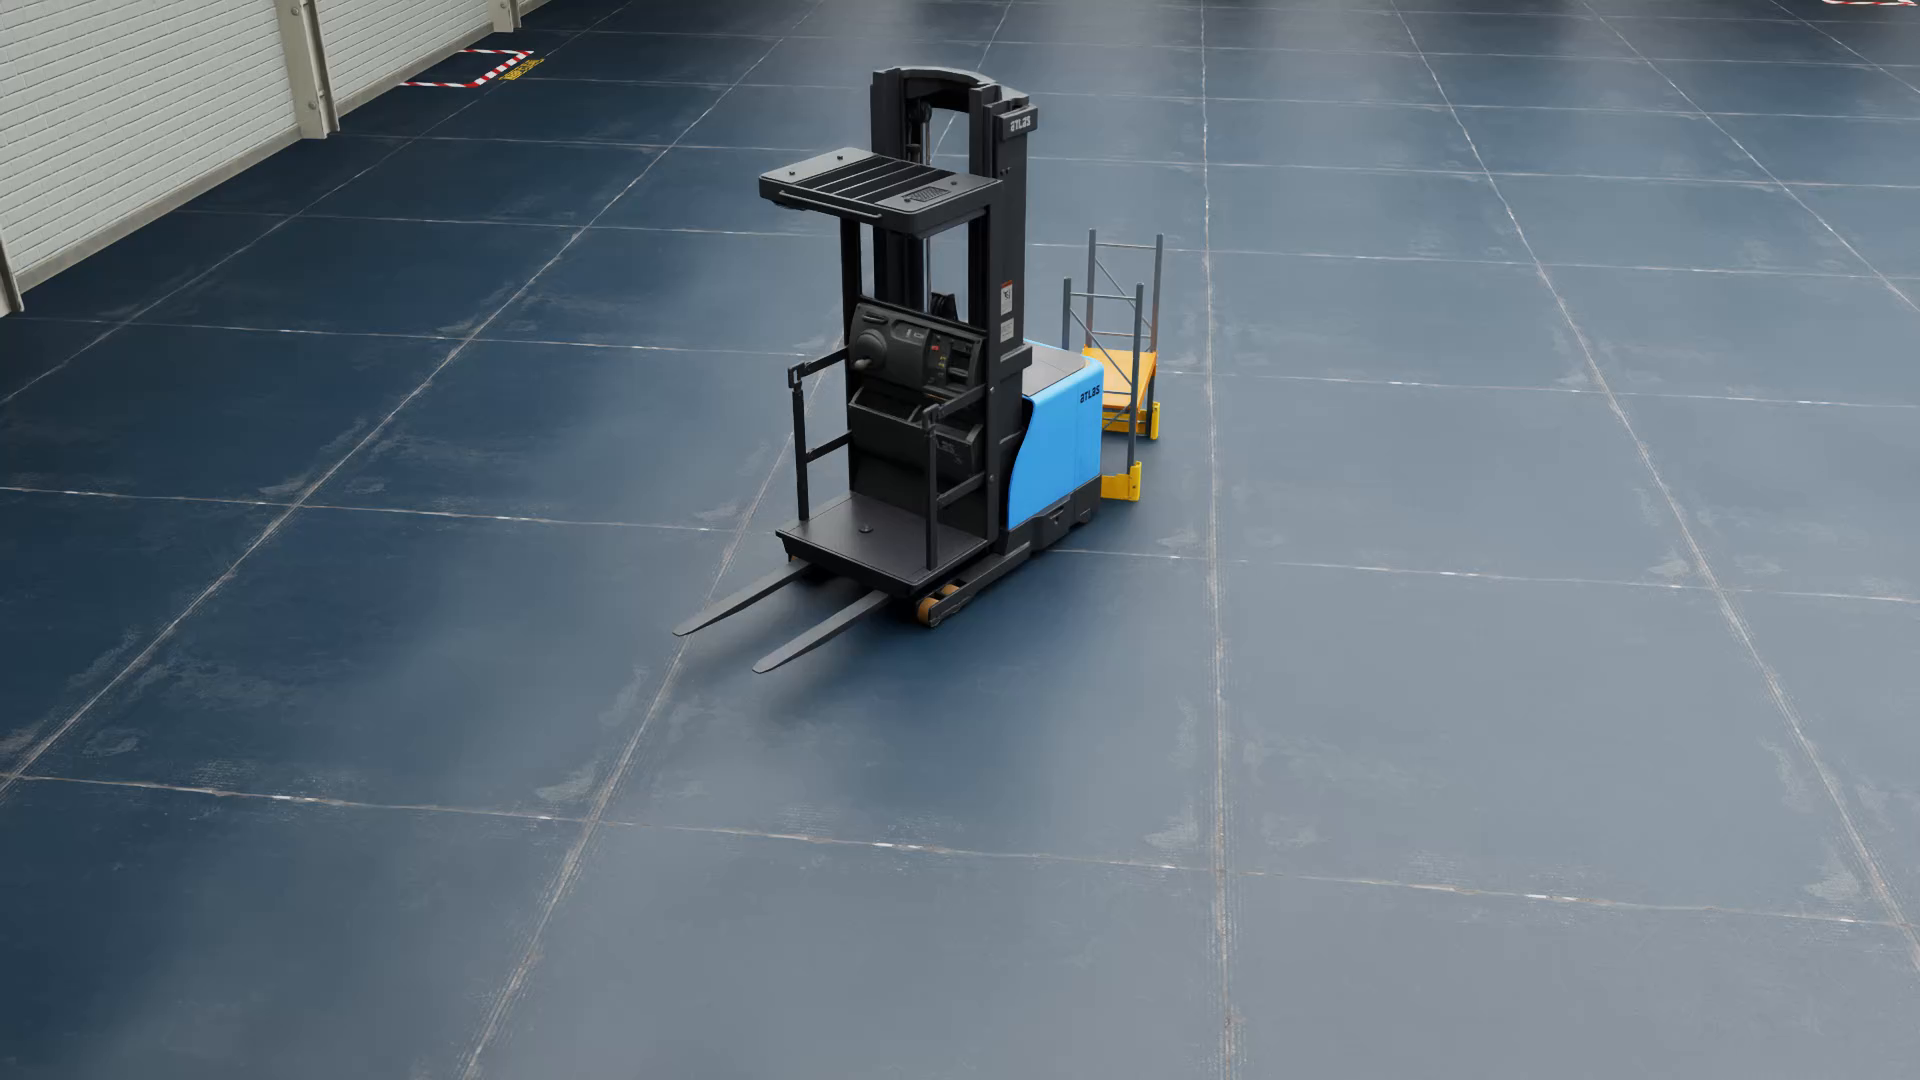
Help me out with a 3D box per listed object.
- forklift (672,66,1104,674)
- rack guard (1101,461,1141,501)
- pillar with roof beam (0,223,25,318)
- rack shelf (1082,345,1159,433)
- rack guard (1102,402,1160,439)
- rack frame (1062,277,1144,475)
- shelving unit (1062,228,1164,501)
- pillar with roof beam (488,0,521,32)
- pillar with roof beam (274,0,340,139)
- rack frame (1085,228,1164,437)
[{"bbox_3d":[-0.388,-1.055,9.410,1.130,2.935,3.031,20,34,33],"label":"forklift"},{"bbox_3d":[0.903,-0.417,11.053,0.587,0.250,0.087,6,29,11],"label":"rack guard"},{"bbox_3d":[-3.883,-5.595,11.439,9.100,9.000,0.400,3,28,6],"label":"pillar with roof beam"},{"bbox_3d":[1.013,-1.035,11.262,0.538,0.185,1.000,6,29,11],"label":"rack shelf"},{"bbox_3d":[1.127,-0.878,11.908,0.587,0.250,0.087,6,29,11],"label":"rack guard"},{"bbox_3d":[0.898,-0.959,10.740,0.500,1.500,0.032,6,29,11],"label":"rack frame"},{"bbox_3d":[1.015,-1.198,11.184,0.587,1.500,1.083,6,29,11],"label":"shelving unit"},{"bbox_3d":[-2.413,-11.243,21.924,9.100,9.000,0.400,3,28,6],"label":"pillar with roof beam"},{"bbox_3d":[-3.148,-8.419,16.682,9.100,9.000,0.400,3,28,6],"label":"pillar with roof beam"},{"bbox_3d":[1.127,-1.429,11.612,0.500,1.500,0.032,6,29,11],"label":"rack frame"}]
